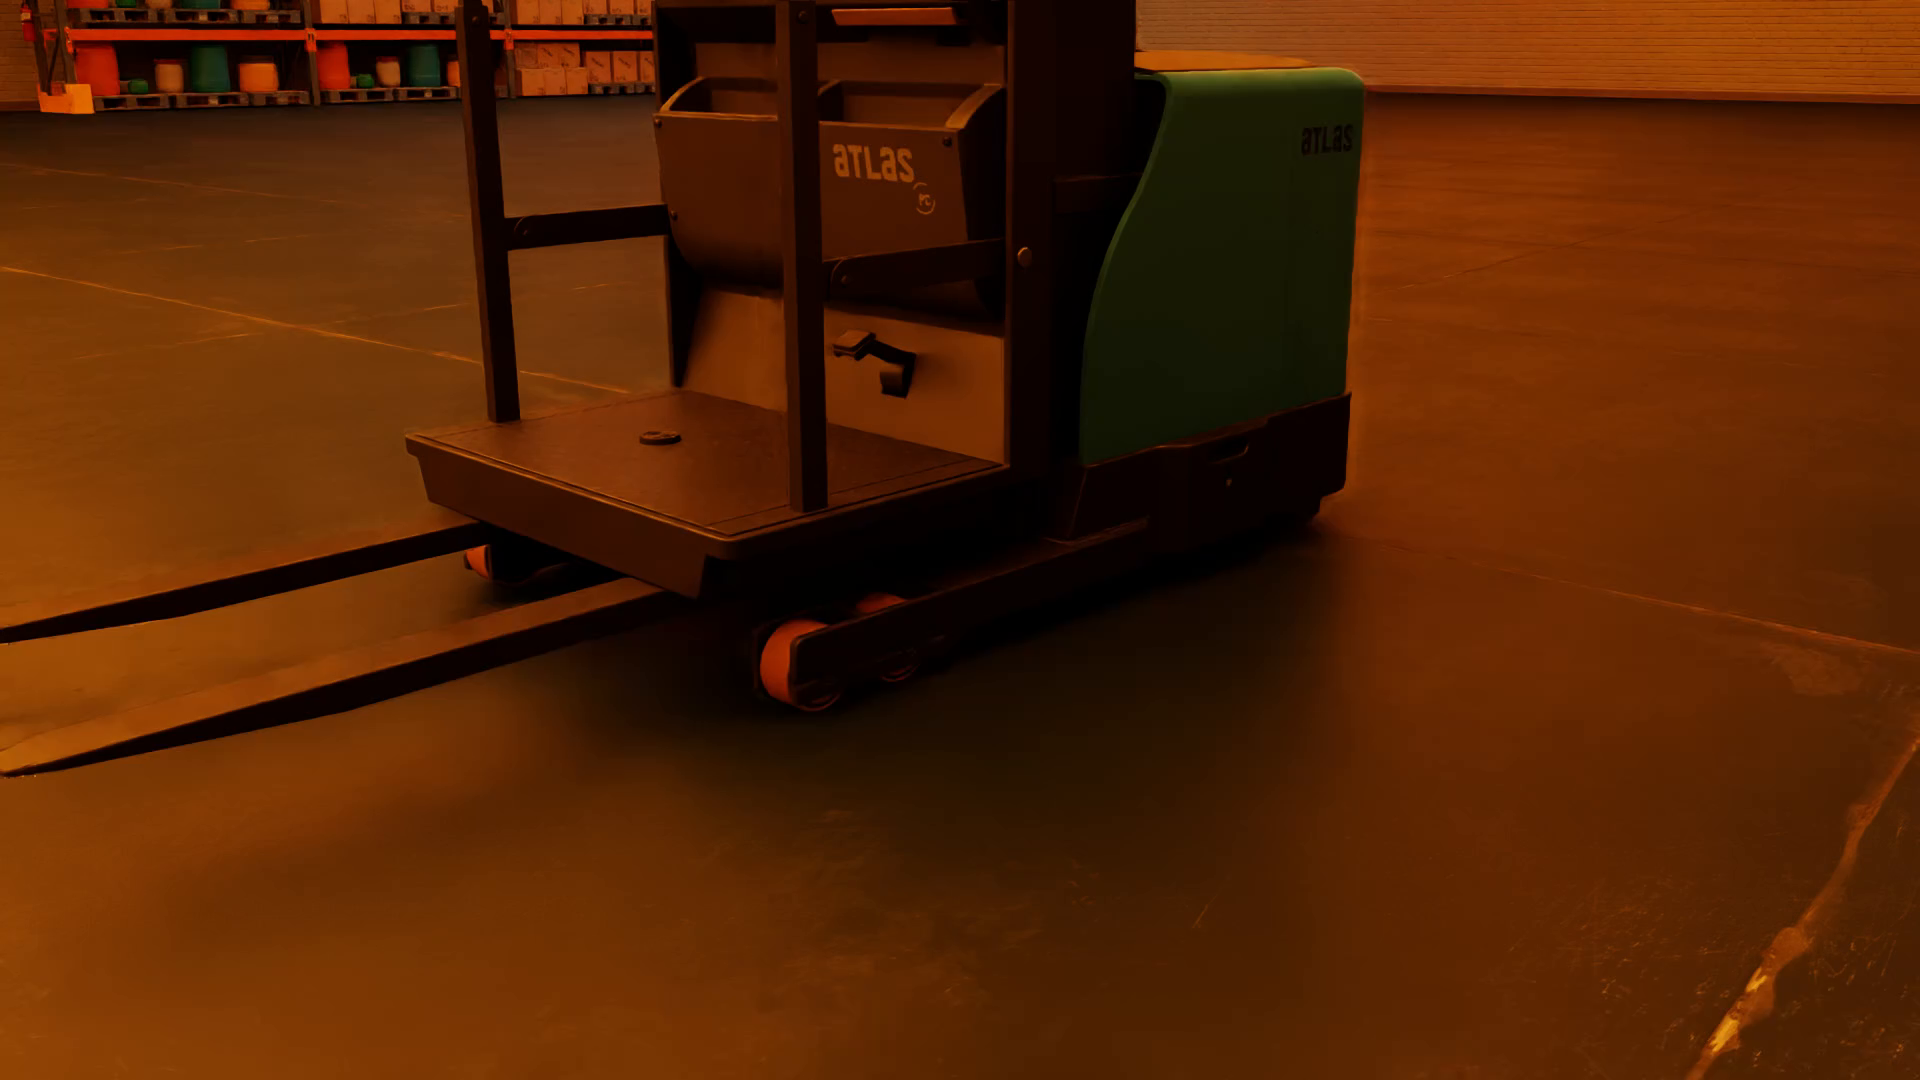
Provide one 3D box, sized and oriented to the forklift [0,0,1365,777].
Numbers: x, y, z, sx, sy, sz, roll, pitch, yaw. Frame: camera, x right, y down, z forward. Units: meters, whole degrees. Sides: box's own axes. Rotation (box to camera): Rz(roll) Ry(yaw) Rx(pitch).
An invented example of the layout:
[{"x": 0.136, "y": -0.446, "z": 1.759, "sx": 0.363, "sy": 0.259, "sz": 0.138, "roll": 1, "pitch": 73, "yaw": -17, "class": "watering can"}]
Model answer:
[{"x": -0.431, "y": -1.266, "z": 3.067, "sx": 1.130, "sy": 2.935, "sz": 3.031, "roll": 16, "pitch": 23, "yaw": 42, "class": "forklift"}]
